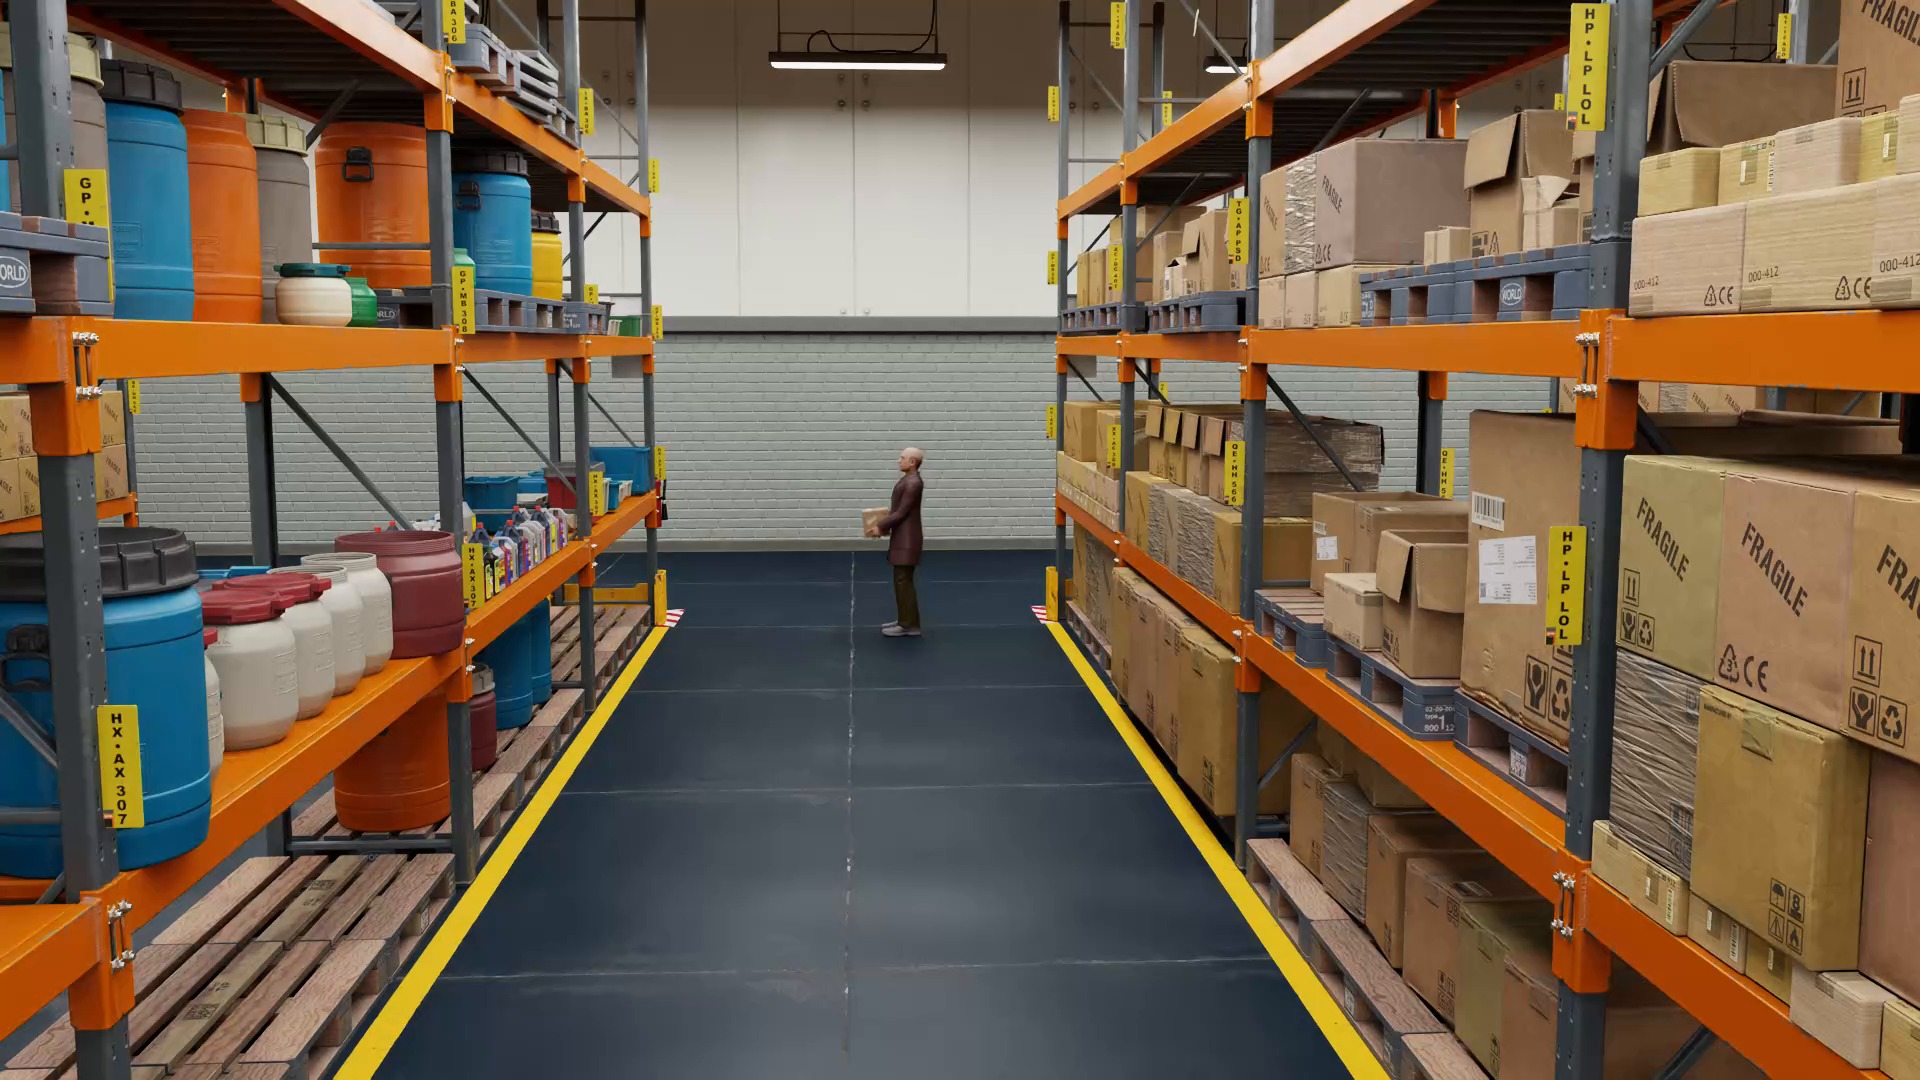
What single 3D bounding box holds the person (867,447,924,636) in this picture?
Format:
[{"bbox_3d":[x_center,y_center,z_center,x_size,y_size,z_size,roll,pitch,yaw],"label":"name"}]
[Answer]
[{"bbox_3d":[-0.614,0.006,15.724,0.541,1.779,0.542,0,7,-4],"label":"person"}]
